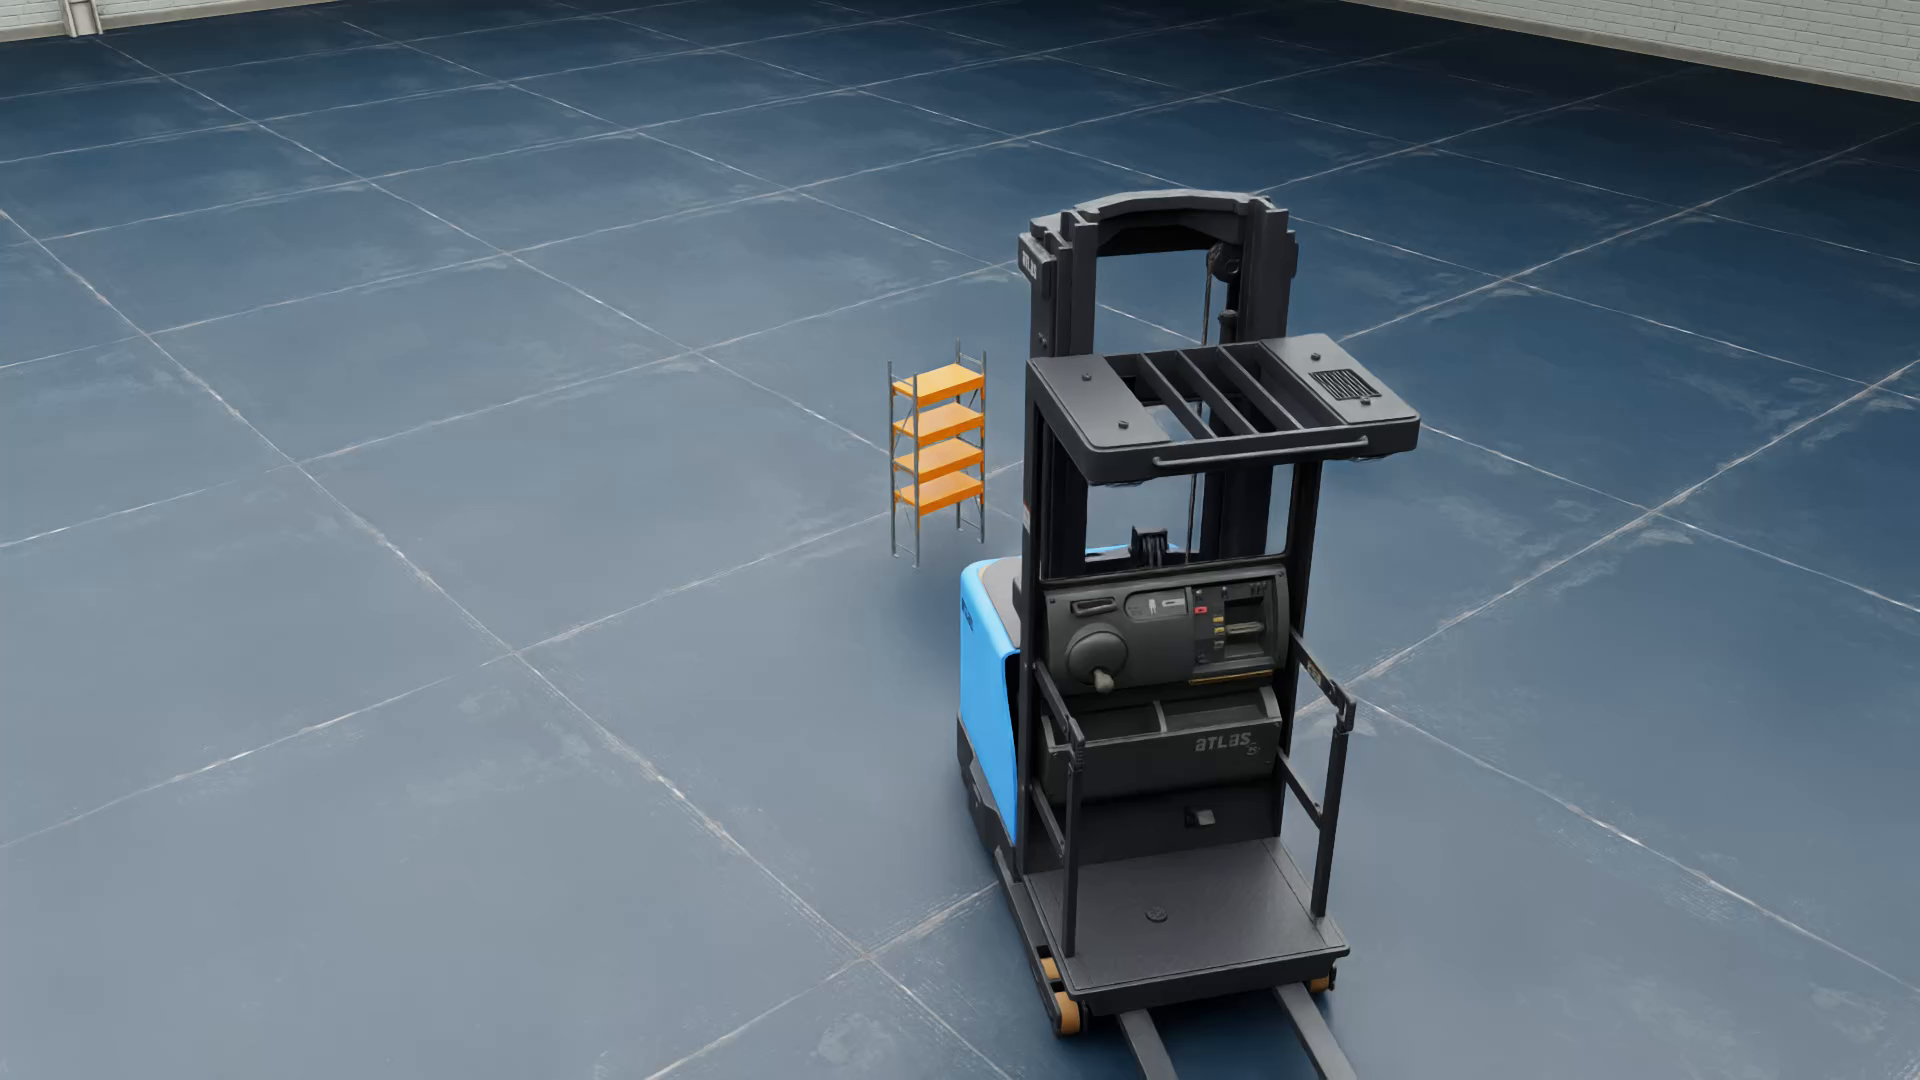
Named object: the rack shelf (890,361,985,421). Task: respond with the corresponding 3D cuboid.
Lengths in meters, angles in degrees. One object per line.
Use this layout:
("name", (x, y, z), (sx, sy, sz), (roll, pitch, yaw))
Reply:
("rack shelf", (-0.126, -0.825, 9.187), (0.480, 0.148, 0.258), (-22, 35, -35))

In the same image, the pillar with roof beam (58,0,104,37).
("pillar with roof beam", (-9.131, -9.324, 17.649), (0.400, 9.000, 9.100), (-22, 35, -35))

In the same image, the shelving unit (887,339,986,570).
("shelving unit", (-0.126, -0.479, 9.372), (0.503, 1.200, 0.258), (-22, 35, -35))

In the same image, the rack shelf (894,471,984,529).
("rack shelf", (-0.126, -0.244, 9.498), (0.480, 0.148, 0.258), (-22, 35, -35))

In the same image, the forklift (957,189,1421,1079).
("forklift", (0.819, 0.374, 5.940), (1.130, 2.935, 3.031), (-6, 29, -11))

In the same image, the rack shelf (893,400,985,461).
("rack shelf", (-0.126, -0.616, 9.299), (0.480, 0.148, 0.258), (-22, 35, -35))

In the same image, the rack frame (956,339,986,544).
("rack frame", (0.060, -0.553, 9.512), (0.015, 1.200, 0.240), (-22, 35, -35))

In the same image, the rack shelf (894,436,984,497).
("rack shelf", (-0.126, -0.419, 9.404), (0.480, 0.148, 0.258), (-22, 35, -35))

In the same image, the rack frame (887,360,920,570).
("rack frame", (-0.312, -0.404, 9.233), (0.015, 1.200, 0.240), (-22, 35, -35))
